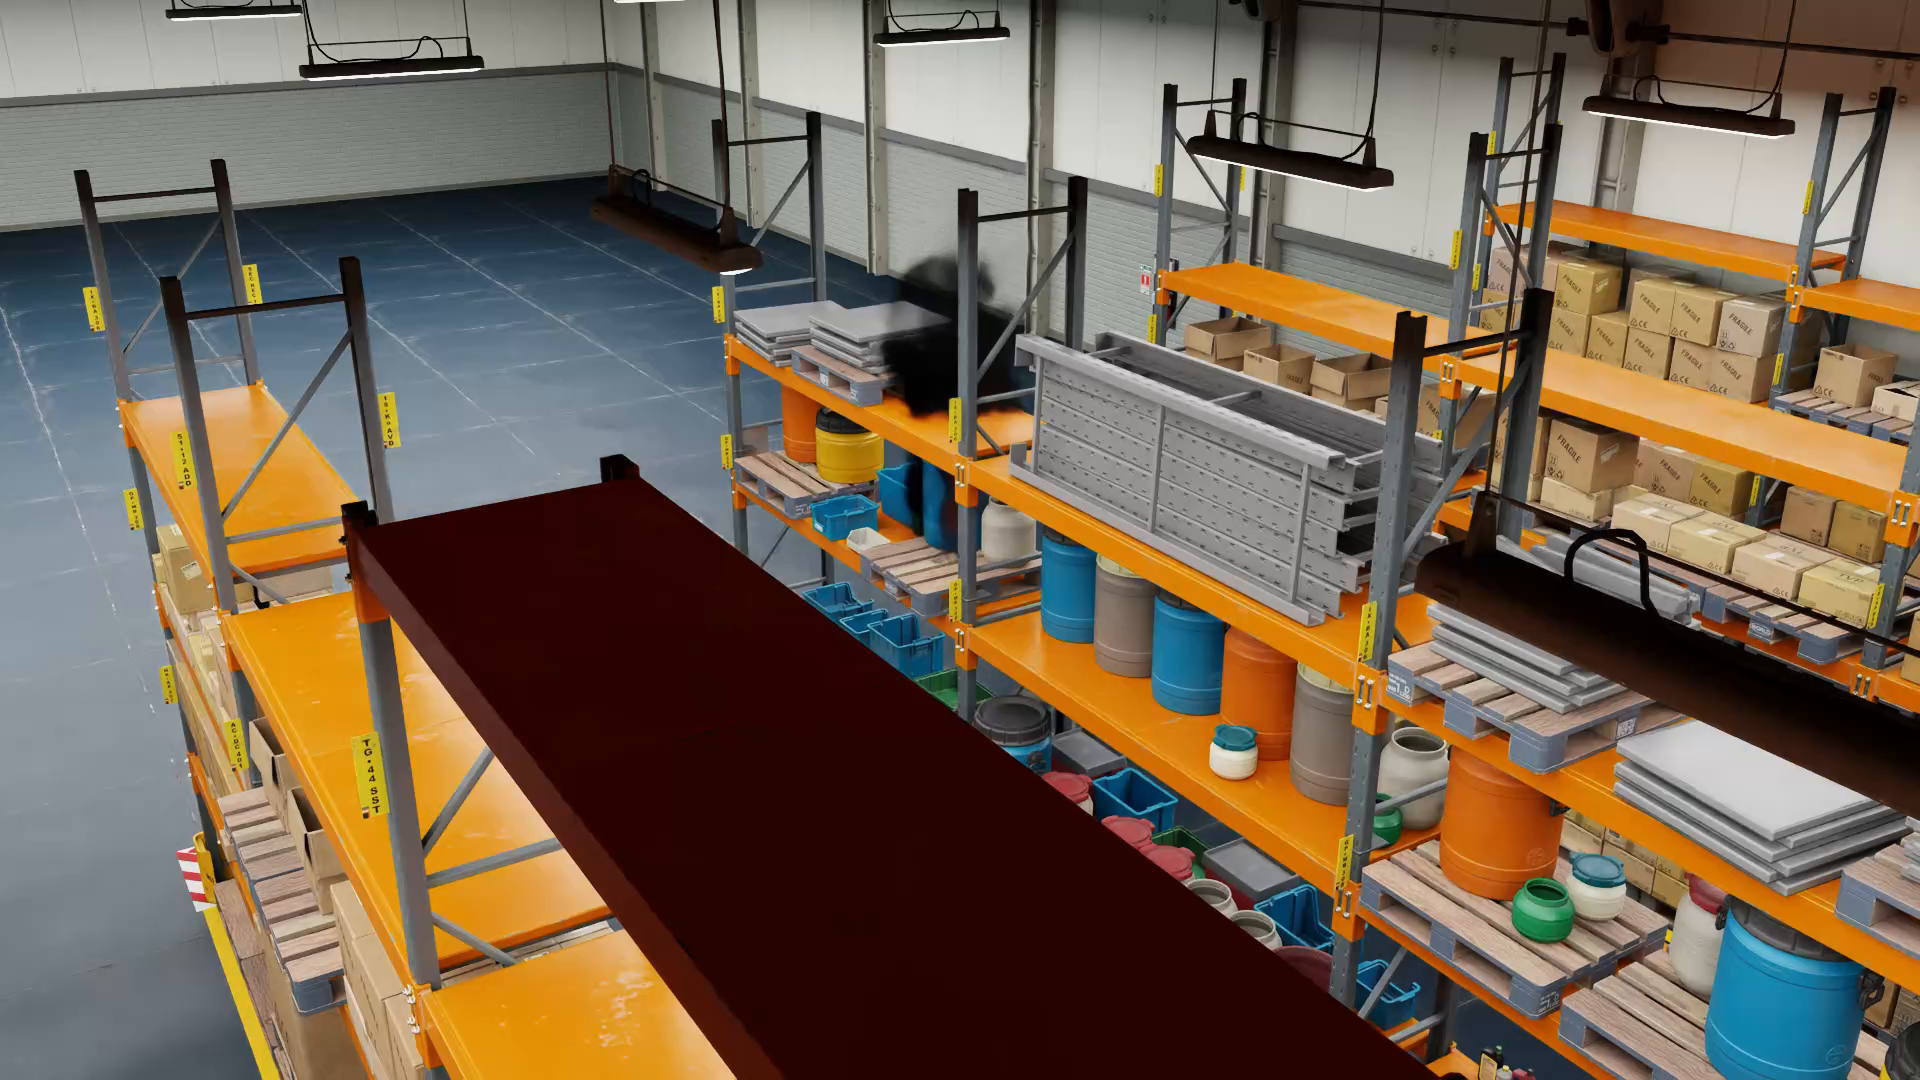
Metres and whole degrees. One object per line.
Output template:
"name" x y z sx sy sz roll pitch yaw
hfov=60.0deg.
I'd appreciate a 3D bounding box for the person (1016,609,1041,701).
"person" 0.721 1.383 15.733 0.573 1.640 0.859 -18 28 -38
